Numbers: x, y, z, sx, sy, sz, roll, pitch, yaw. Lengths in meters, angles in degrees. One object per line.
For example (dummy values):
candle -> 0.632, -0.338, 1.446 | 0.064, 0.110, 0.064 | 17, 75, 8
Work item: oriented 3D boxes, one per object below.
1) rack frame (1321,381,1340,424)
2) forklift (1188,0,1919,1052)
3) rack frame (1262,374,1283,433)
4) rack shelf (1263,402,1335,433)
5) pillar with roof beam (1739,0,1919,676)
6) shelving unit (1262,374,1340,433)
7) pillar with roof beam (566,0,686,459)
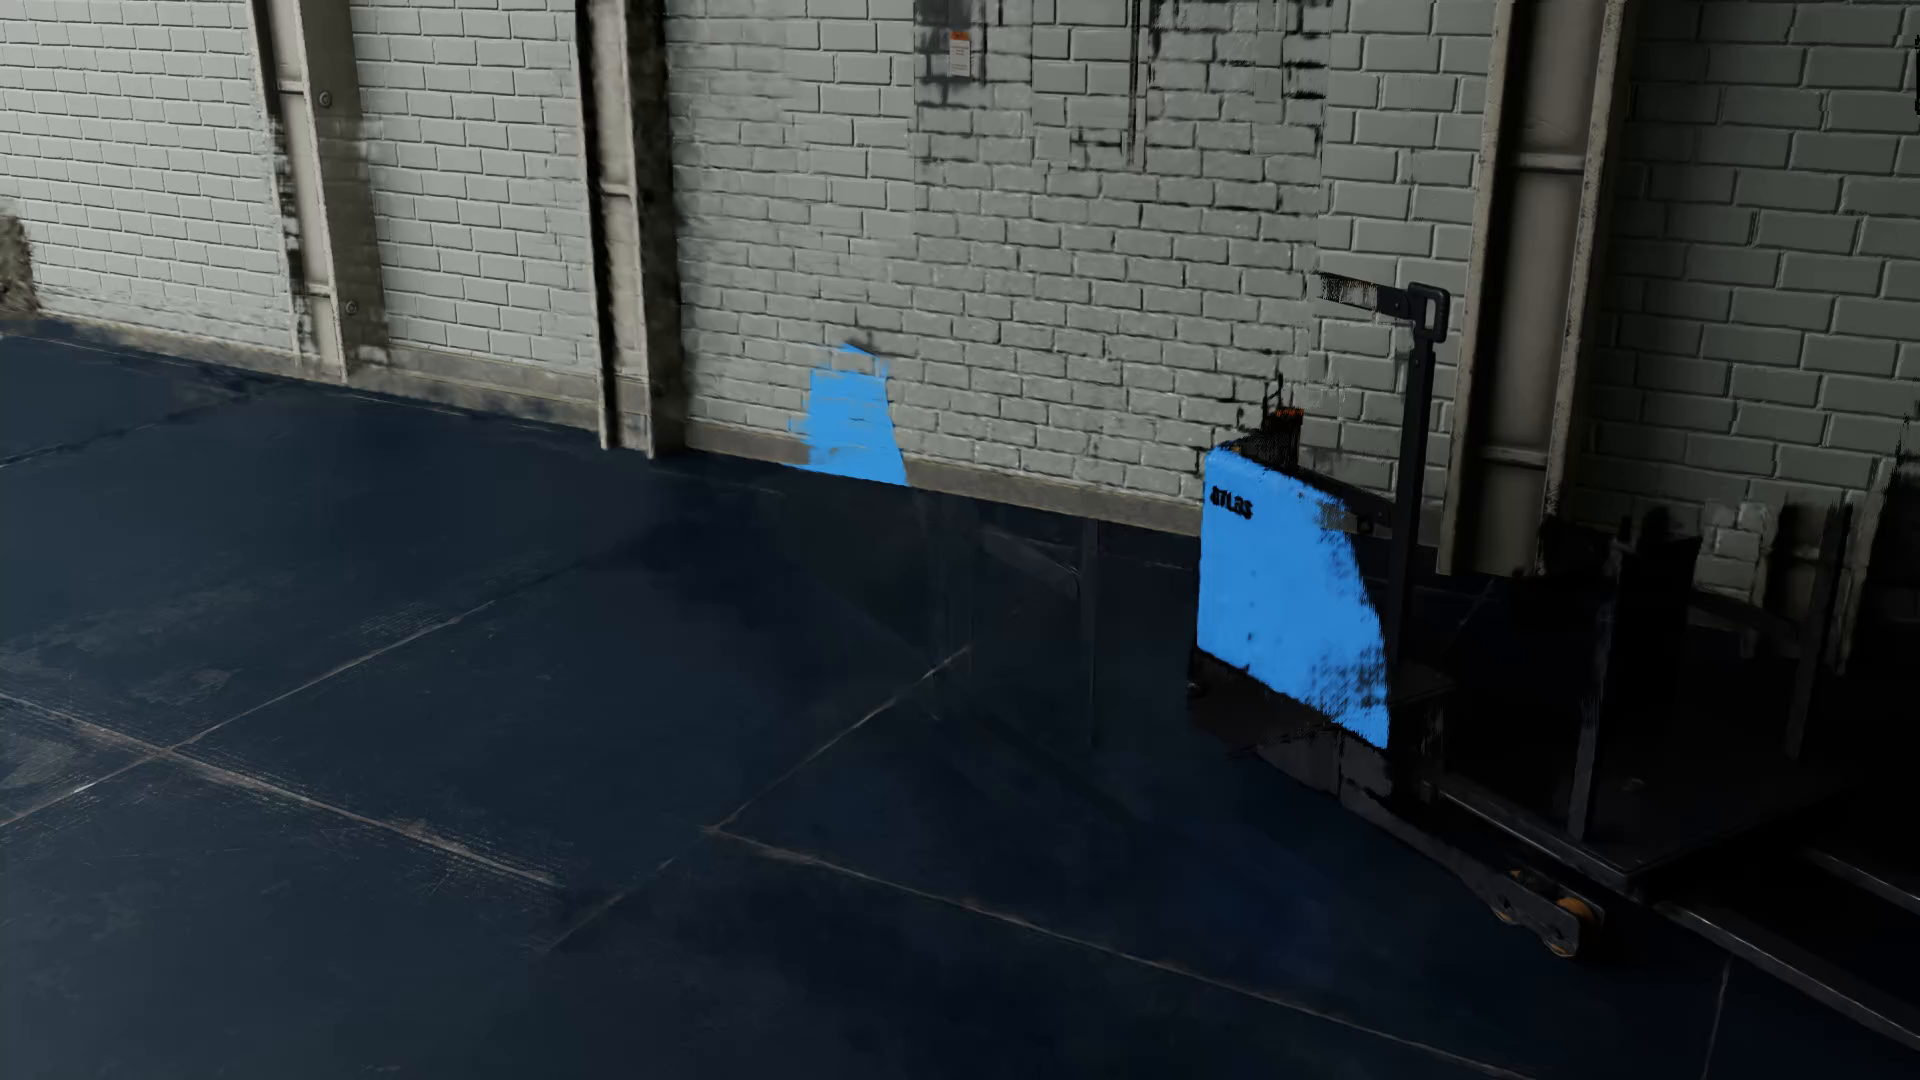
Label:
rack frame -> 0.060, -0.482, 6.155 | 0.008, 1.050, 0.200 | 11, 23, 27
forklift -> 0.592, -0.712, 4.029 | 1.130, 2.935, 3.031 | -12, 23, -29
rack frame -> -0.153, -0.523, 6.266 | 0.008, 1.050, 0.200 | 11, 23, 27
rack shelf -> -0.047, -0.759, 6.117 | 0.240, 0.259, 0.215 | 11, 23, 27
pillar with roof beam -> -0.121, -2.839, 0.994 | 0.400, 9.000, 9.100 | 11, 23, 27
shelving unit -> -0.047, -0.502, 6.211 | 0.252, 1.050, 0.215 | 11, 23, 27
pillar with roof beam -> -5.359, -3.836, 3.745 | 0.400, 9.000, 9.100 | 11, 23, 27
